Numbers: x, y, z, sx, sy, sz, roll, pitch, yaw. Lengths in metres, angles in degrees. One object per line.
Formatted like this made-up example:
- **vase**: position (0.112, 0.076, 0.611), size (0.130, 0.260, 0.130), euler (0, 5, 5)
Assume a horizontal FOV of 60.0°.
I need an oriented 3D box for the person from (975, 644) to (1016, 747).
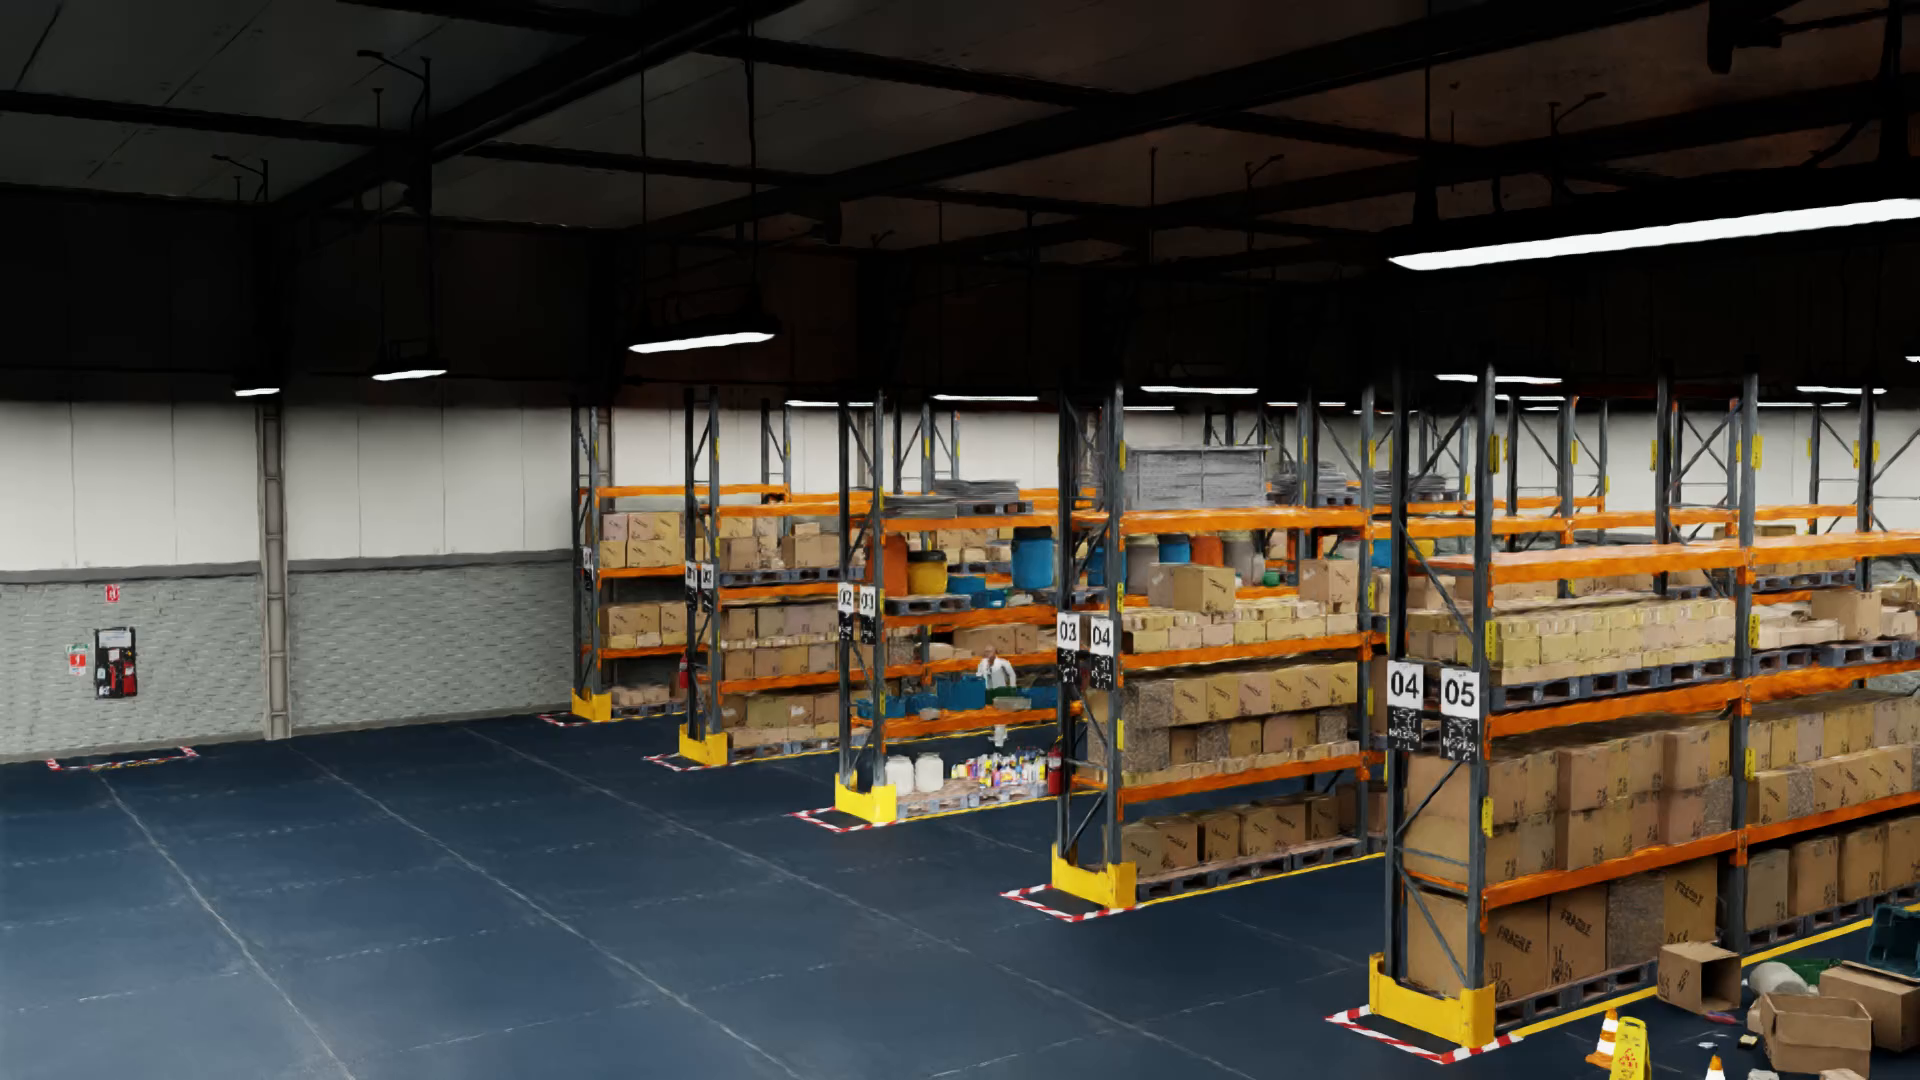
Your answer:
- **person**: position (0.615, 2.606, 28.132), size (0.734, 1.716, 0.900), euler (3, 4, 39)
